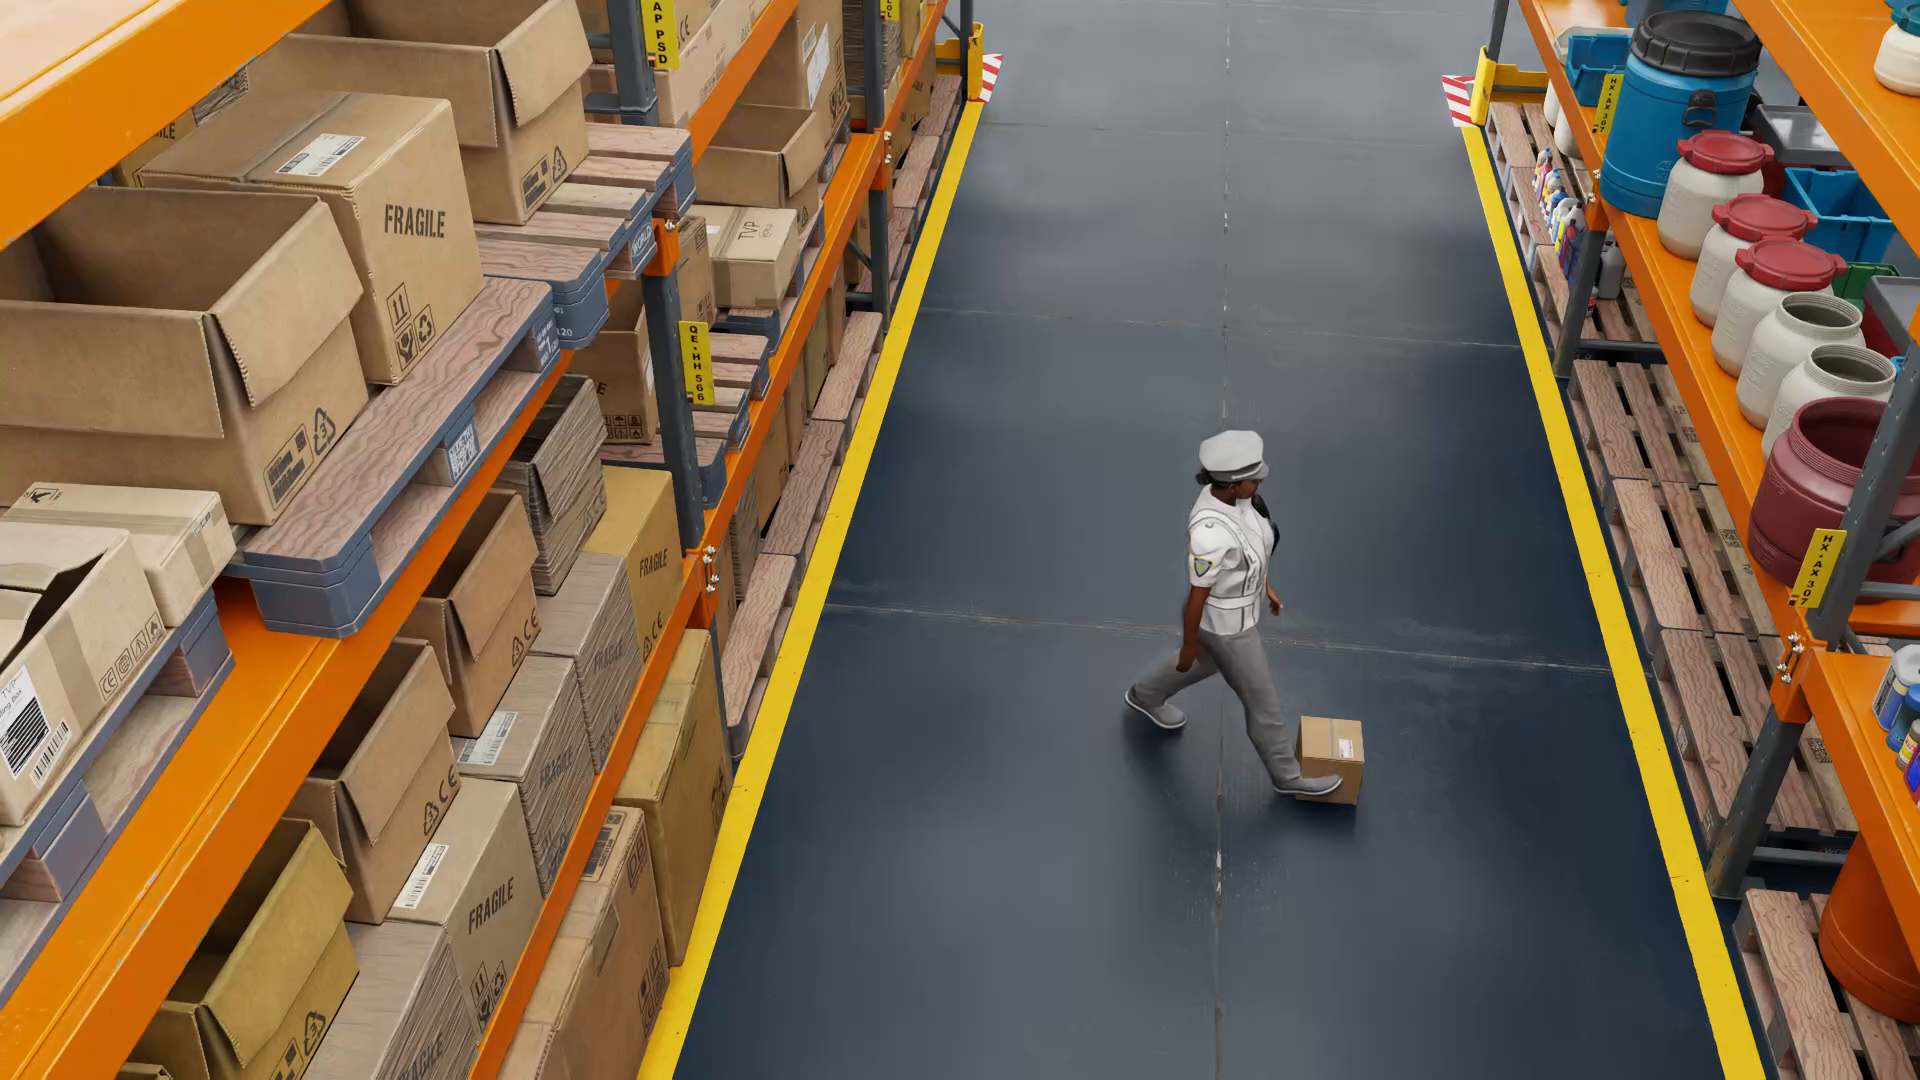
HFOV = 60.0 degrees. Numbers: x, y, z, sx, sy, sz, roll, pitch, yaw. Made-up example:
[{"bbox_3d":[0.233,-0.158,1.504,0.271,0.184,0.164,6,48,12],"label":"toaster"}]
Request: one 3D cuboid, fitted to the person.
[{"bbox_3d":[1.153,0.286,6.664,0.972,1.618,0.480,11,38,15],"label":"person"}]
